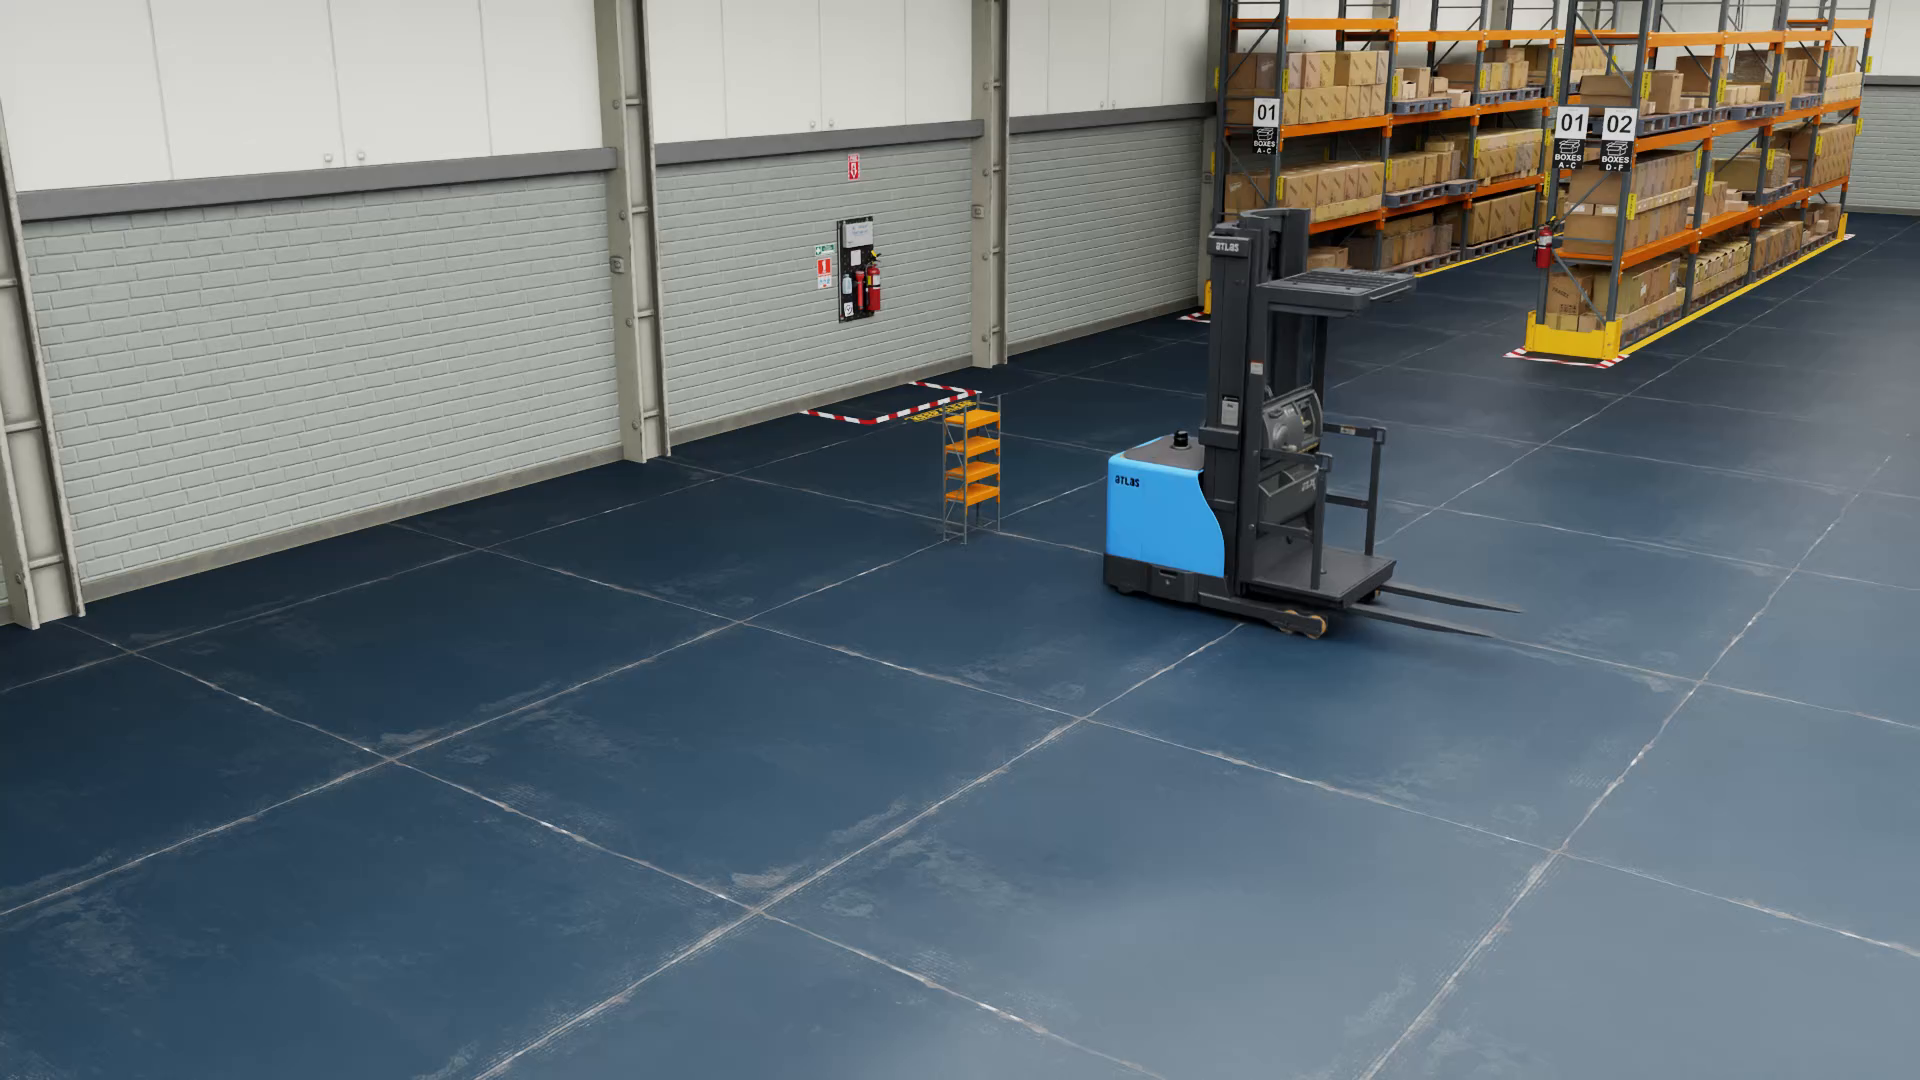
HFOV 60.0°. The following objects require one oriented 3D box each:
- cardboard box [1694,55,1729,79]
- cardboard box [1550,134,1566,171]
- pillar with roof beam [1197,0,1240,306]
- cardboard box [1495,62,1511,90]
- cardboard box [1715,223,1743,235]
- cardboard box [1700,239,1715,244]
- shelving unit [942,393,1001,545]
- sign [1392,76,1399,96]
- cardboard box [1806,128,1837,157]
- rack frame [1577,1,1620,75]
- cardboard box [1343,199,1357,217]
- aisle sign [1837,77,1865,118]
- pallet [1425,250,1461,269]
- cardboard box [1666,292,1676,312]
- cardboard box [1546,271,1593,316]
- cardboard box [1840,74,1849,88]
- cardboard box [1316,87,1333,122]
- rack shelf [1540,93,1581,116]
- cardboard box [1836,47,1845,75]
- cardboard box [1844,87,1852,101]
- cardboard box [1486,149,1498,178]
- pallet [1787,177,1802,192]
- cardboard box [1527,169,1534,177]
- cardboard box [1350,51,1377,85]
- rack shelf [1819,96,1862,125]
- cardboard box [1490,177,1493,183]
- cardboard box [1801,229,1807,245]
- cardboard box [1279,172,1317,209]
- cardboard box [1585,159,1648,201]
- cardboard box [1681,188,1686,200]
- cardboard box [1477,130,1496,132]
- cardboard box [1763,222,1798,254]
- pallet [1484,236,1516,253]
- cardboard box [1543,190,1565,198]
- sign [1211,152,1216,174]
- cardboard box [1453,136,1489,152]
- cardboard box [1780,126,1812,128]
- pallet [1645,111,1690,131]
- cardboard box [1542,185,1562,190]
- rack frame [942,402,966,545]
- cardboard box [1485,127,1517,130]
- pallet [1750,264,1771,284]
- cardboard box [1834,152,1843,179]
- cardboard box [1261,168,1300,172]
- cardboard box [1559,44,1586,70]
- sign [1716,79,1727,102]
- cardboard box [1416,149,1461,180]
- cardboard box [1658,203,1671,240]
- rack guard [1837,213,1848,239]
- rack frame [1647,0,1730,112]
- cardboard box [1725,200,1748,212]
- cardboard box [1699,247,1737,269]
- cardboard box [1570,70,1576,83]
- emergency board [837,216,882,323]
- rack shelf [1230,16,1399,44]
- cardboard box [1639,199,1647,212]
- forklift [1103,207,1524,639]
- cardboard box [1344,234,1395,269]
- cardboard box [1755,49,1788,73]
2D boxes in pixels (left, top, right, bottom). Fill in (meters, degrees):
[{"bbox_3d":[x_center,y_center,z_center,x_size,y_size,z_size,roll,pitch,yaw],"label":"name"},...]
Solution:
[{"bbox_3d":[11.312,-7.096,25.259,0.500,0.500,0.500,15,23,40],"label":"cardboard box"},{"bbox_3d":[12.154,-8.119,34.826,0.980,0.700,0.700,12,21,33],"label":"cardboard box"},{"bbox_3d":[7.408,-7.243,22.393,9.100,9.000,0.400,12,21,35],"label":"pillar with roof beam"},{"bbox_3d":[10.136,-8.925,31.958,0.700,0.500,0.500,12,21,35],"label":"cardboard box"},{"bbox_3d":[13.374,-5.503,29.114,0.500,0.250,0.500,13,22,37],"label":"cardboard box"},{"bbox_3d":[12.428,-4.932,28.051,0.500,0.311,0.500,13,22,37],"label":"cardboard box"},{"bbox_3d":[0.099,-0.612,14.193,0.258,1.200,0.503,12,21,35],"label":"shelving unit"},{"bbox_3d":[7.052,-7.357,26.947,0.100,0.325,0.005,12,21,35],"label":"sign"},{"bbox_3d":[16.479,-7.635,31.919,0.500,0.500,0.500,12,21,33],"label":"cardboard box"},{"bbox_3d":[13.762,-11.495,36.085,1.000,3.000,0.127,12,21,35],"label":"rack frame"},{"bbox_3d":[5.982,-5.303,26.483,0.500,0.250,0.500,12,21,34],"label":"cardboard box"},{"bbox_3d":[18.029,-8.959,33.651,0.394,0.787,0.004,12,21,35],"label":"aisle sign"},{"bbox_3d":[8.528,-5.207,30.654,1.003,0.211,1.213,12,21,35],"label":"pallet"},{"bbox_3d":[10.186,-3.518,24.443,0.500,0.250,0.500,12,21,35],"label":"cardboard box"},{"bbox_3d":[8.289,-3.370,22.702,0.500,0.500,0.500,12,21,35],"label":"cardboard box"},{"bbox_3d":[16.750,-8.830,31.971,0.500,0.250,0.500,12,21,35],"label":"cardboard box"},{"bbox_3d":[5.283,-6.590,25.147,0.500,0.500,0.500,14,22,37],"label":"cardboard box"},{"bbox_3d":[12.570,-9.242,35.103,1.077,0.370,4.000,12,21,35],"label":"rack shelf"},{"bbox_3d":[16.323,-9.097,31.567,0.700,0.500,0.500,12,21,35],"label":"cardboard box"},{"bbox_3d":[17.054,-8.708,32.424,0.500,0.250,0.500,12,21,35],"label":"cardboard box"},{"bbox_3d":[9.809,-7.117,31.400,0.500,0.500,0.500,13,22,36],"label":"cardboard box"},{"bbox_3d":[14.795,-6.540,30.569,1.003,0.211,1.213,12,21,35],"label":"pallet"},{"bbox_3d":[11.273,-7.372,33.314,0.380,0.149,0.250,13,21,36],"label":"cardboard box"},{"bbox_3d":[6.211,-7.438,26.193,0.500,0.500,0.500,14,22,38],"label":"cardboard box"},{"bbox_3d":[16.550,-8.368,32.287,1.077,0.370,4.000,12,21,35],"label":"rack shelf"},{"bbox_3d":[9.959,-6.903,31.805,0.380,0.149,0.250,13,21,36],"label":"cardboard box"},{"bbox_3d":[15.783,-5.790,31.623,0.500,0.311,0.500,12,21,35],"label":"cardboard box"},{"bbox_3d":[5.057,-5.291,25.180,0.500,0.500,0.500,12,21,35],"label":"cardboard box"},{"bbox_3d":[8.838,-4.859,22.478,0.700,0.500,0.500,12,21,33],"label":"cardboard box"},{"bbox_3d":[10.299,-5.030,24.123,0.380,0.149,0.250,12,21,33],"label":"cardboard box"},{"bbox_3d":[10.294,-7.925,32.737,0.500,0.250,0.500,12,21,33],"label":"cardboard box"},{"bbox_3d":[14.994,-5.534,30.480,0.500,0.500,0.500,13,21,35],"label":"cardboard box"},{"bbox_3d":[10.253,-5.856,32.746,1.003,0.211,1.213,12,21,35],"label":"pallet"},{"bbox_3d":[12.568,-7.327,35.193,0.380,0.149,0.250,12,21,33],"label":"cardboard box"},{"bbox_3d":[3.794,-5.625,24.816,0.100,0.325,0.005,12,21,35],"label":"sign"},{"bbox_3d":[9.490,-7.351,30.889,0.500,0.250,0.500,13,22,36],"label":"cardboard box"},{"bbox_3d":[16.357,-7.856,32.629,0.500,0.500,0.500,12,21,34],"label":"cardboard box"},{"bbox_3d":[9.377,-5.790,22.923,1.003,0.211,1.213,12,21,35],"label":"pallet"},{"bbox_3d":[12.888,-7.647,36.222,0.380,0.149,0.250,13,21,35],"label":"cardboard box"},{"bbox_3d":[-0.047,-0.554,14.006,0.240,1.200,0.015,12,21,35],"label":"rack frame"},{"bbox_3d":[10.895,-8.171,33.529,0.500,0.250,0.500,13,22,36],"label":"cardboard box"},{"bbox_3d":[13.451,-4.689,28.988,1.003,0.211,1.213,12,21,35],"label":"pallet"},{"bbox_3d":[17.086,-7.406,32.866,0.500,0.500,0.500,13,21,35],"label":"cardboard box"},{"bbox_3d":[4.951,-5.507,25.873,0.500,0.500,0.500,12,21,33],"label":"cardboard box"},{"bbox_3d":[12.620,-10.007,34.463,0.500,0.500,0.500,13,21,35],"label":"cardboard box"},{"bbox_3d":[11.039,-6.516,24.107,0.100,0.325,0.005,12,21,35],"label":"sign"},{"bbox_3d":[8.723,-6.868,30.393,0.700,0.500,0.500,10,20,28],"label":"cardboard box"},{"bbox_3d":[9.722,-4.592,23.805,0.700,0.500,0.500,13,21,35],"label":"cardboard box"},{"bbox_3d":[17.697,-6.543,34.471,1.175,0.500,0.348,12,21,35],"label":"rack guard"},{"bbox_3d":[10.592,-7.762,24.065,1.000,3.000,0.127,12,21,35],"label":"rack frame"},{"bbox_3d":[12.662,-5.467,27.213,0.380,0.149,0.250,12,21,35],"label":"cardboard box"},{"bbox_3d":[12.254,-4.592,26.956,0.500,0.311,0.500,12,21,34],"label":"cardboard box"},{"bbox_3d":[12.317,-9.523,34.170,0.500,0.250,0.500,12,21,34],"label":"cardboard box"},{"bbox_3d":[-1.127,-3.127,19.257,0.194,1.169,0.643,12,21,35],"label":"emergency board"},{"bbox_3d":[5.420,-7.815,25.454,1.077,0.370,4.000,12,21,35],"label":"rack shelf"},{"bbox_3d":[9.073,-4.539,22.541,0.380,0.149,0.250,12,21,34],"label":"cardboard box"},{"bbox_3d":[2.610,-0.869,12.101,3.031,2.935,1.130,12,21,34],"label":"forklift"},{"bbox_3d":[7.037,-4.966,28.650,0.700,0.500,0.500,13,22,37],"label":"cardboard box"},{"bbox_3d":[13.848,-8.153,28.528,0.500,0.500,0.500,12,21,35],"label":"cardboard box"}]
